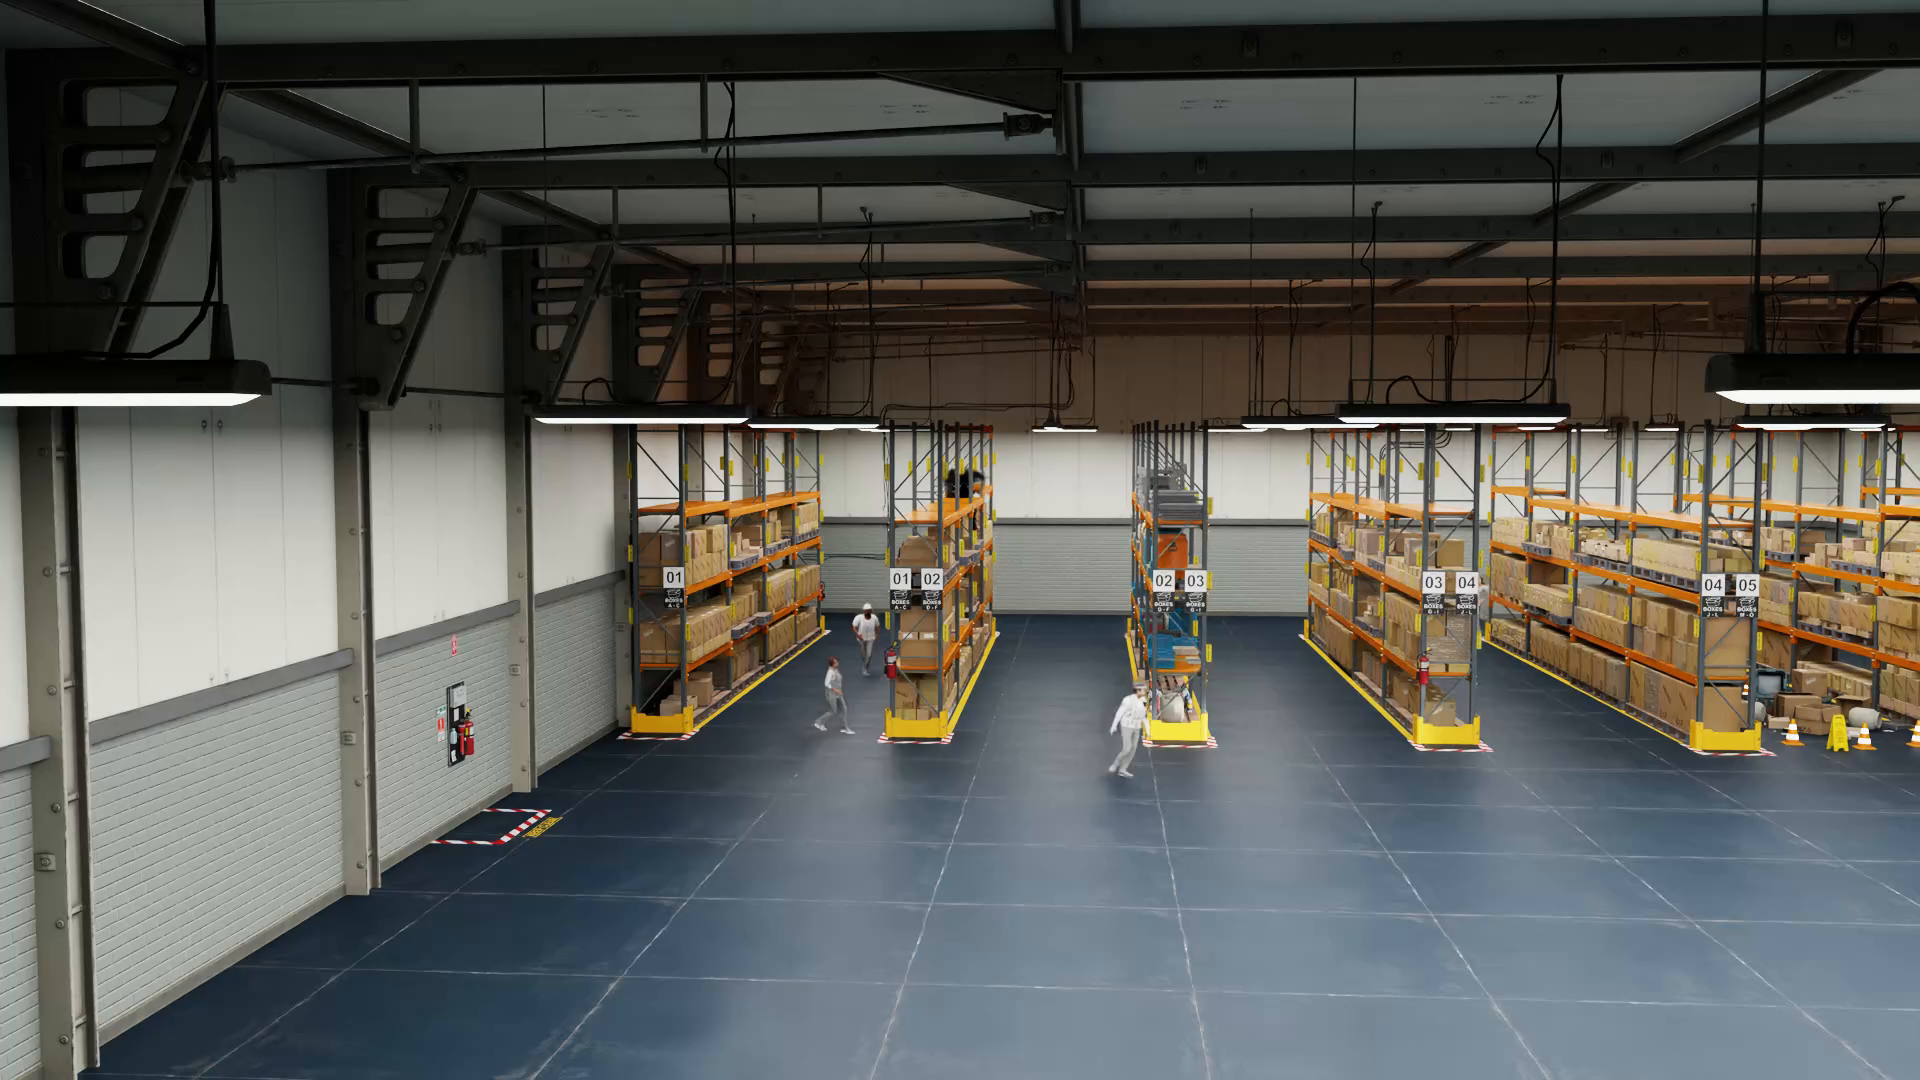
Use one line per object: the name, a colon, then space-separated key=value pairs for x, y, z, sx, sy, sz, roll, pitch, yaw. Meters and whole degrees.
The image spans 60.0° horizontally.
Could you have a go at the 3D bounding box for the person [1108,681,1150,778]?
person: x=2.845 y=3.159 z=27.772 sx=0.632 sy=1.626 sz=0.549 roll=-2 pitch=4 yaw=-34

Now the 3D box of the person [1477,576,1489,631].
person: x=15.009 y=1.885 z=47.752 sx=0.721 sy=1.682 sz=0.565 roll=-2 pitch=4 yaw=-33

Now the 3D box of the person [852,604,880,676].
person: x=-2.246 y=2.364 z=39.707 sx=0.688 sy=1.716 sz=0.671 roll=0 pitch=4 yaw=-6

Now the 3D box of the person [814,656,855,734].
person: x=-2.446 y=2.957 z=31.558 sx=0.757 sy=1.551 sz=0.650 roll=1 pitch=4 yaw=13
